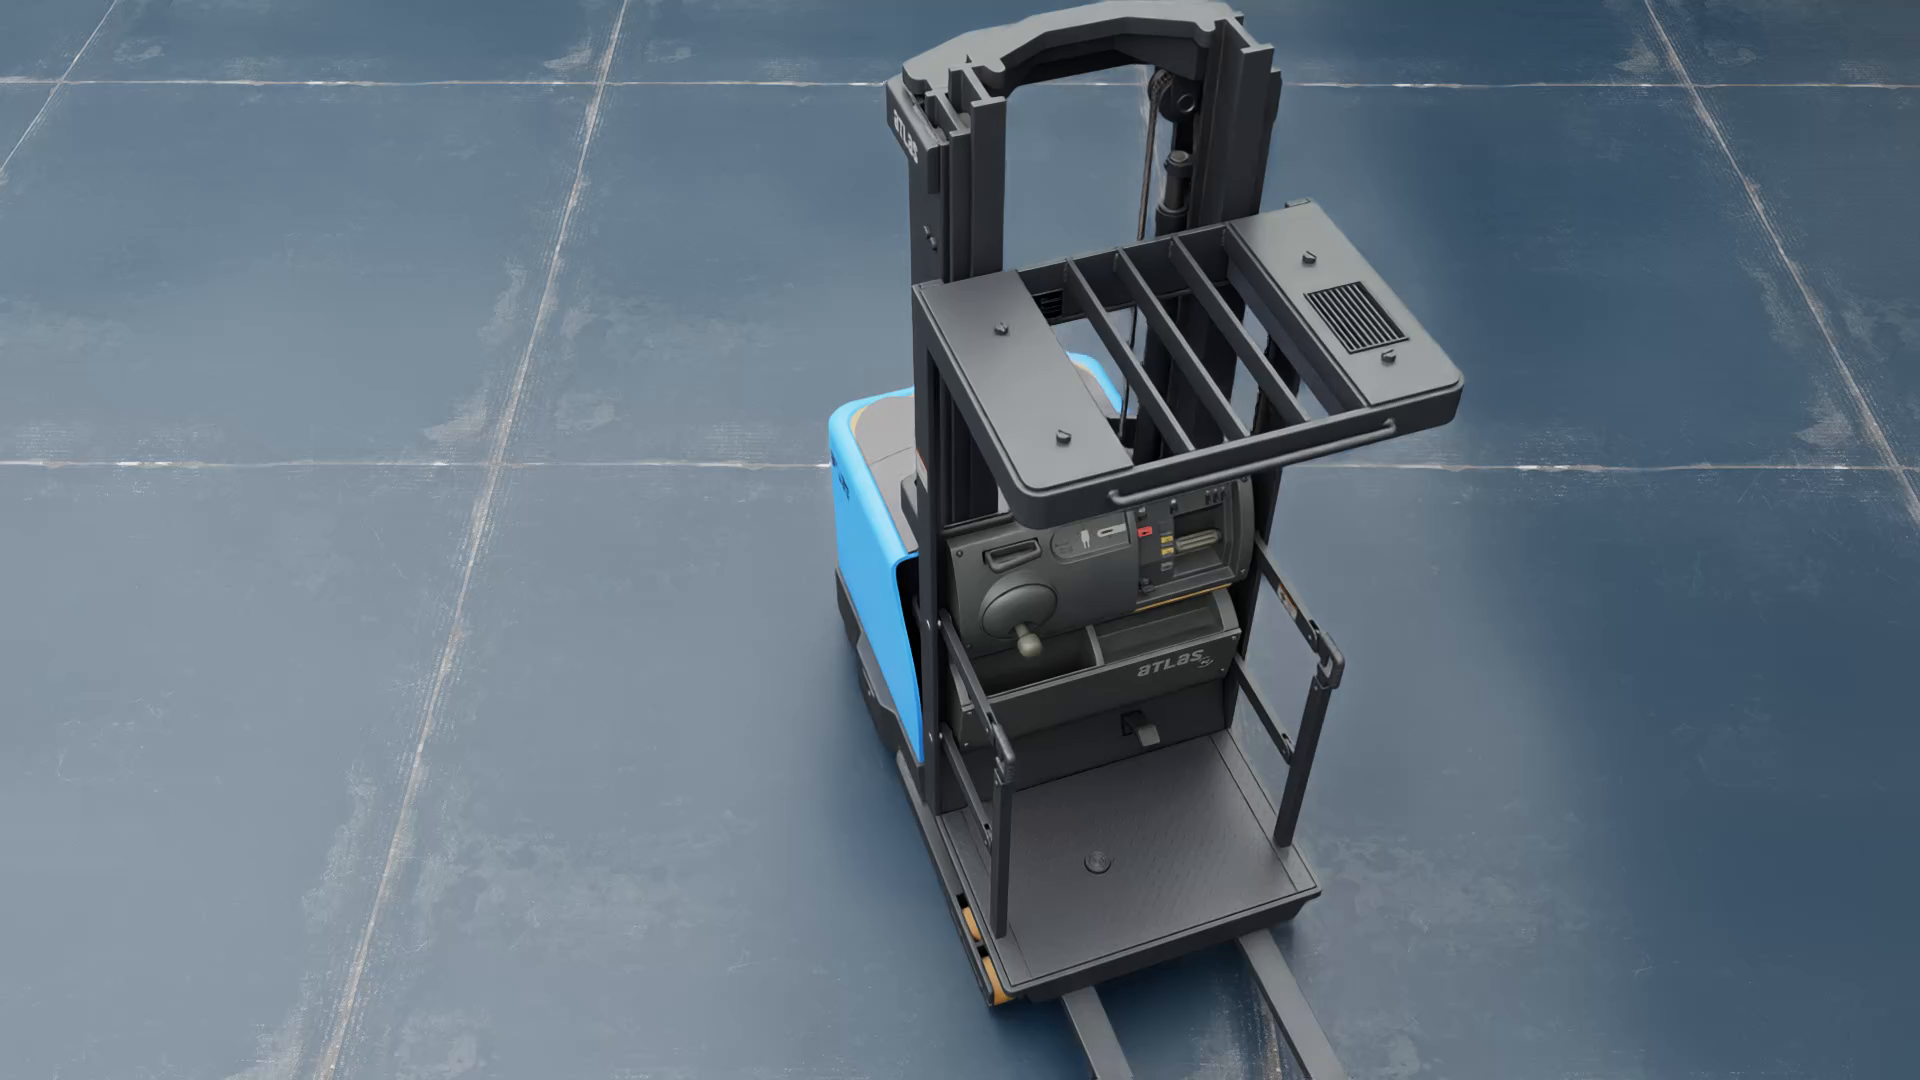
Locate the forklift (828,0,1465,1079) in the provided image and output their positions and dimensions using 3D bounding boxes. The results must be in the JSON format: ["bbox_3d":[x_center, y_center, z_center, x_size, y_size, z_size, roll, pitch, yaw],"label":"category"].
[{"bbox_3d":[0.495,0.165,4.675,1.130,2.935,3.031,-15,49,-13],"label":"forklift"}]
